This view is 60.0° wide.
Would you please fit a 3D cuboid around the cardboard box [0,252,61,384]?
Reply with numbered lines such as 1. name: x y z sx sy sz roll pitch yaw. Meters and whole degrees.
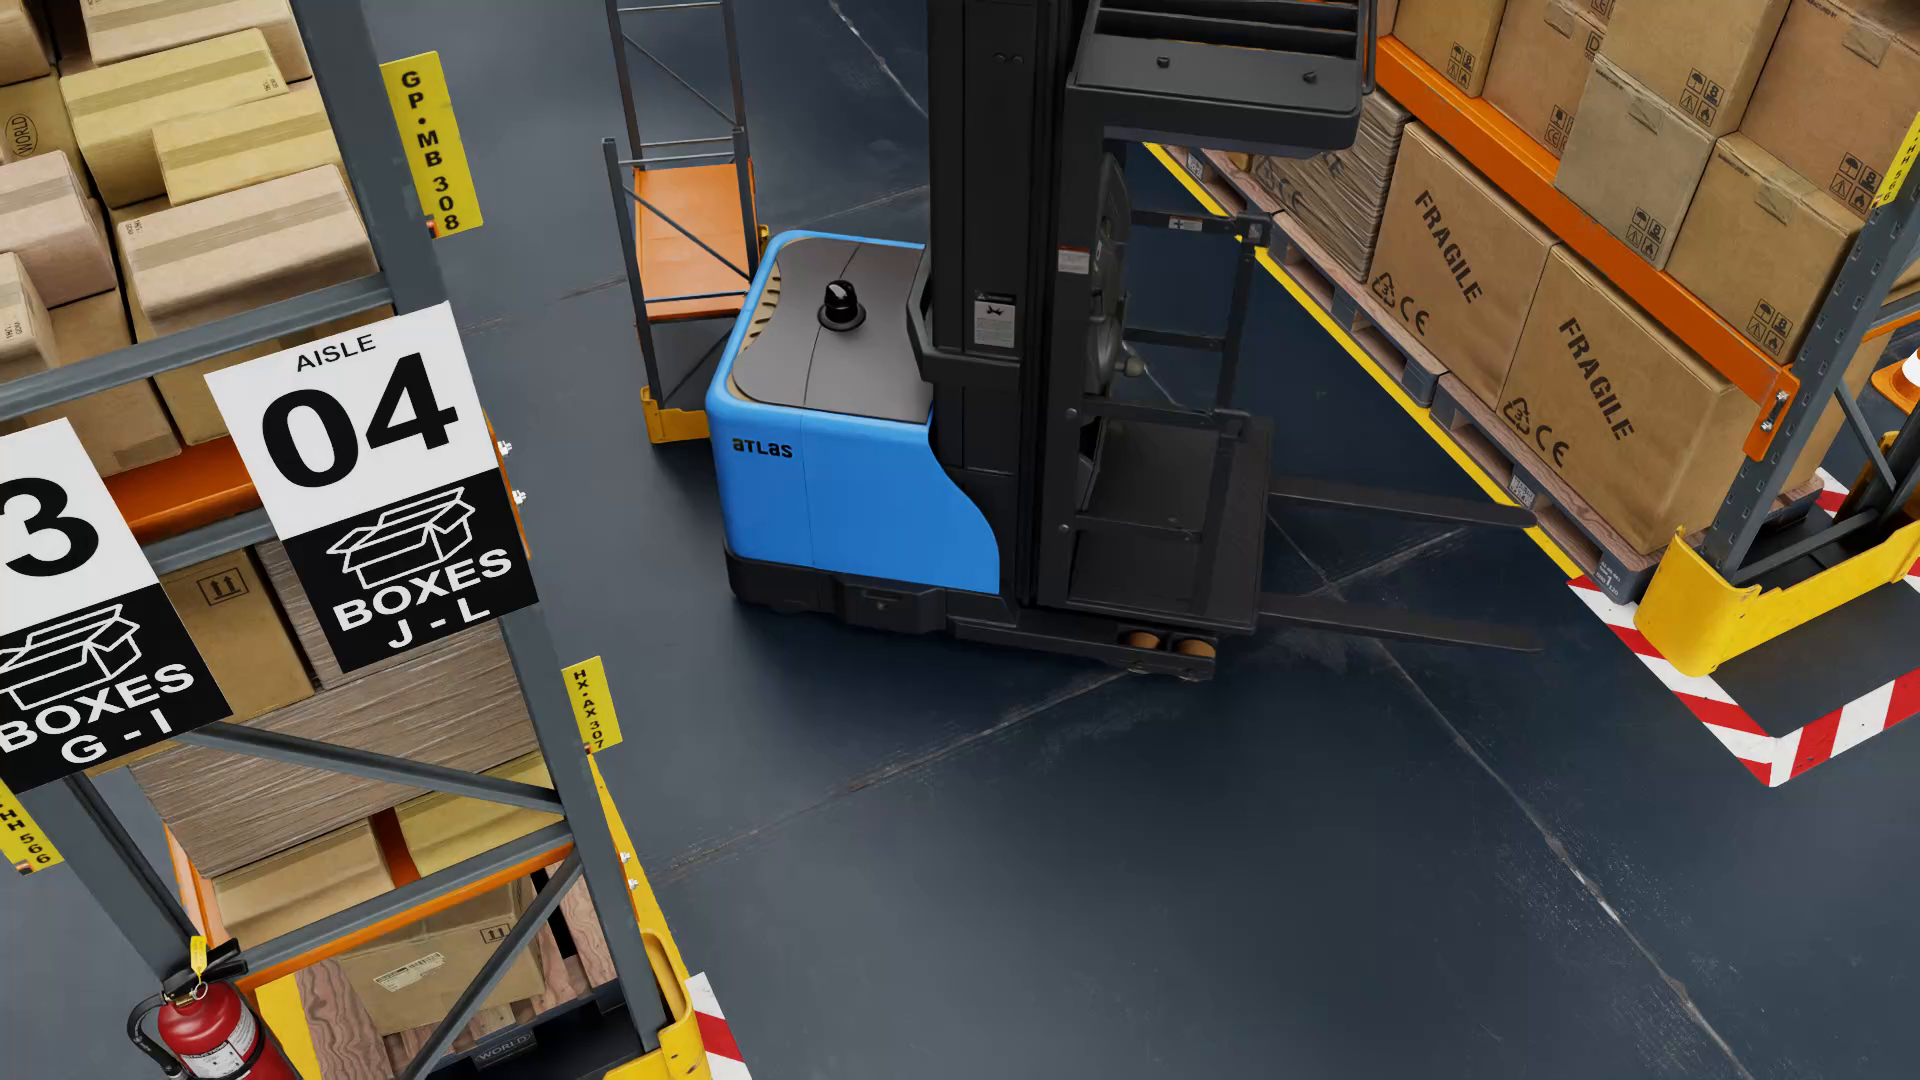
1. cardboard box: -1.719 -0.298 2.752 0.380 0.149 0.250 -21 52 -18

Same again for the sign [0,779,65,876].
1. sign: -1.817 0.542 3.196 0.100 0.325 0.005 -21 52 -18

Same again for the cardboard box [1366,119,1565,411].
1. cardboard box: 2.368 -1.249 6.875 0.875 0.875 0.875 -22 52 -18

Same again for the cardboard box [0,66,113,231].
1. cardboard box: -1.992 -0.657 3.331 0.500 0.250 0.500 -21 52 -17

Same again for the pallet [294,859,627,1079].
1. pallet: -1.690 1.161 5.487 1.003 0.211 1.213 -21 52 -18

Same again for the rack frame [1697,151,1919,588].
1. rack frame: 3.142 -0.791 5.342 1.000 3.000 0.127 -21 52 -18

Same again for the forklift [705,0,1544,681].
1. forklift: 0.679 -0.877 5.462 3.031 2.935 1.130 8 49 7

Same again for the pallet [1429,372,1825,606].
1. pallet: 2.706 -0.381 6.836 1.003 0.211 1.213 -21 52 -18

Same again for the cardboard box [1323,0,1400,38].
1. cardboard box: 1.905 -2.512 6.748 0.875 0.550 0.550 -21 52 -18

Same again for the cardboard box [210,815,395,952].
1. cardboard box: -1.629 0.813 4.106 0.380 0.149 0.250 -21 52 -18

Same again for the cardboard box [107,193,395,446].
1. cardboard box: -1.305 -0.500 3.194 0.500 0.250 0.500 -20 52 -16

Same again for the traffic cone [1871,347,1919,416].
1. traffic cone: 4.161 -0.800 7.035 0.336 0.463 0.334 -21 52 -18

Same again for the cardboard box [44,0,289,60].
1. cardboard box: -1.770 -1.176 3.785 0.500 0.250 0.500 -21 52 -18

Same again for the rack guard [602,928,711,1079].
1. rack guard: -1.350 1.622 4.892 1.175 0.500 0.348 -21 52 -18

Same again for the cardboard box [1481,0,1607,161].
1. cardboard box: 2.516 -1.852 6.170 0.875 0.550 0.550 -21 52 -18

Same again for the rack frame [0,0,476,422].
1. rack frame: -1.315 -1.125 1.648 1.000 3.000 0.127 -21 52 -18

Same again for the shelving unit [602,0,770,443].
1. shelving unit: -1.090 -1.331 6.810 0.587 1.500 1.083 -6 49 -5

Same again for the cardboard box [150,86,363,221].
1. cardboard box: -1.268 -0.690 3.096 0.380 0.149 0.250 -20 52 -17

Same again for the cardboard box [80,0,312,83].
1. cardboard box: -1.554 -1.024 3.387 0.380 0.149 0.250 -19 52 -16

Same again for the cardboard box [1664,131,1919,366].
1. cardboard box: 2.932 -1.073 5.489 0.875 0.550 0.550 -21 52 -18

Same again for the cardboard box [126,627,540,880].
1. cardboard box: -1.542 0.341 4.087 0.875 0.500 0.500 -21 52 -18

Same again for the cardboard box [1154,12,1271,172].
1. cardboard box: 1.537 -2.462 7.936 0.875 0.875 0.875 -20 52 -17

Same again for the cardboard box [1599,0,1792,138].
1. cardboard box: 2.673 -1.794 5.402 0.875 0.550 0.550 -21 52 -18

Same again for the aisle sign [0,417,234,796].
1. aisle sign: -1.553 0.139 2.801 0.394 0.787 0.004 -21 52 -18

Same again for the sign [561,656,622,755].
1. sign: -0.832 0.378 3.744 0.100 0.325 0.005 -21 52 -18

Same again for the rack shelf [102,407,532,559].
1. rack shelf: -2.230 -1.239 4.219 1.077 0.370 4.000 -21 52 -18

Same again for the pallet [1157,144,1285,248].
1. pallet: 1.590 -2.014 8.264 1.003 0.211 1.213 -21 52 -18

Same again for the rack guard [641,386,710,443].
1. rack guard: -1.022 -0.548 6.956 0.587 0.250 0.087 -6 49 -5

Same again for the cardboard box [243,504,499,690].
1. cardboard box: -1.324 -0.072 3.785 0.500 0.500 0.500 -21 52 -18

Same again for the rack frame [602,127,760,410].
1. rack frame: -1.019 -0.945 6.473 0.500 1.500 0.032 -6 49 -5

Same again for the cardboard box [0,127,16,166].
1. cardboard box: -1.957 -0.658 3.067 0.380 0.149 0.250 -23 53 -19
